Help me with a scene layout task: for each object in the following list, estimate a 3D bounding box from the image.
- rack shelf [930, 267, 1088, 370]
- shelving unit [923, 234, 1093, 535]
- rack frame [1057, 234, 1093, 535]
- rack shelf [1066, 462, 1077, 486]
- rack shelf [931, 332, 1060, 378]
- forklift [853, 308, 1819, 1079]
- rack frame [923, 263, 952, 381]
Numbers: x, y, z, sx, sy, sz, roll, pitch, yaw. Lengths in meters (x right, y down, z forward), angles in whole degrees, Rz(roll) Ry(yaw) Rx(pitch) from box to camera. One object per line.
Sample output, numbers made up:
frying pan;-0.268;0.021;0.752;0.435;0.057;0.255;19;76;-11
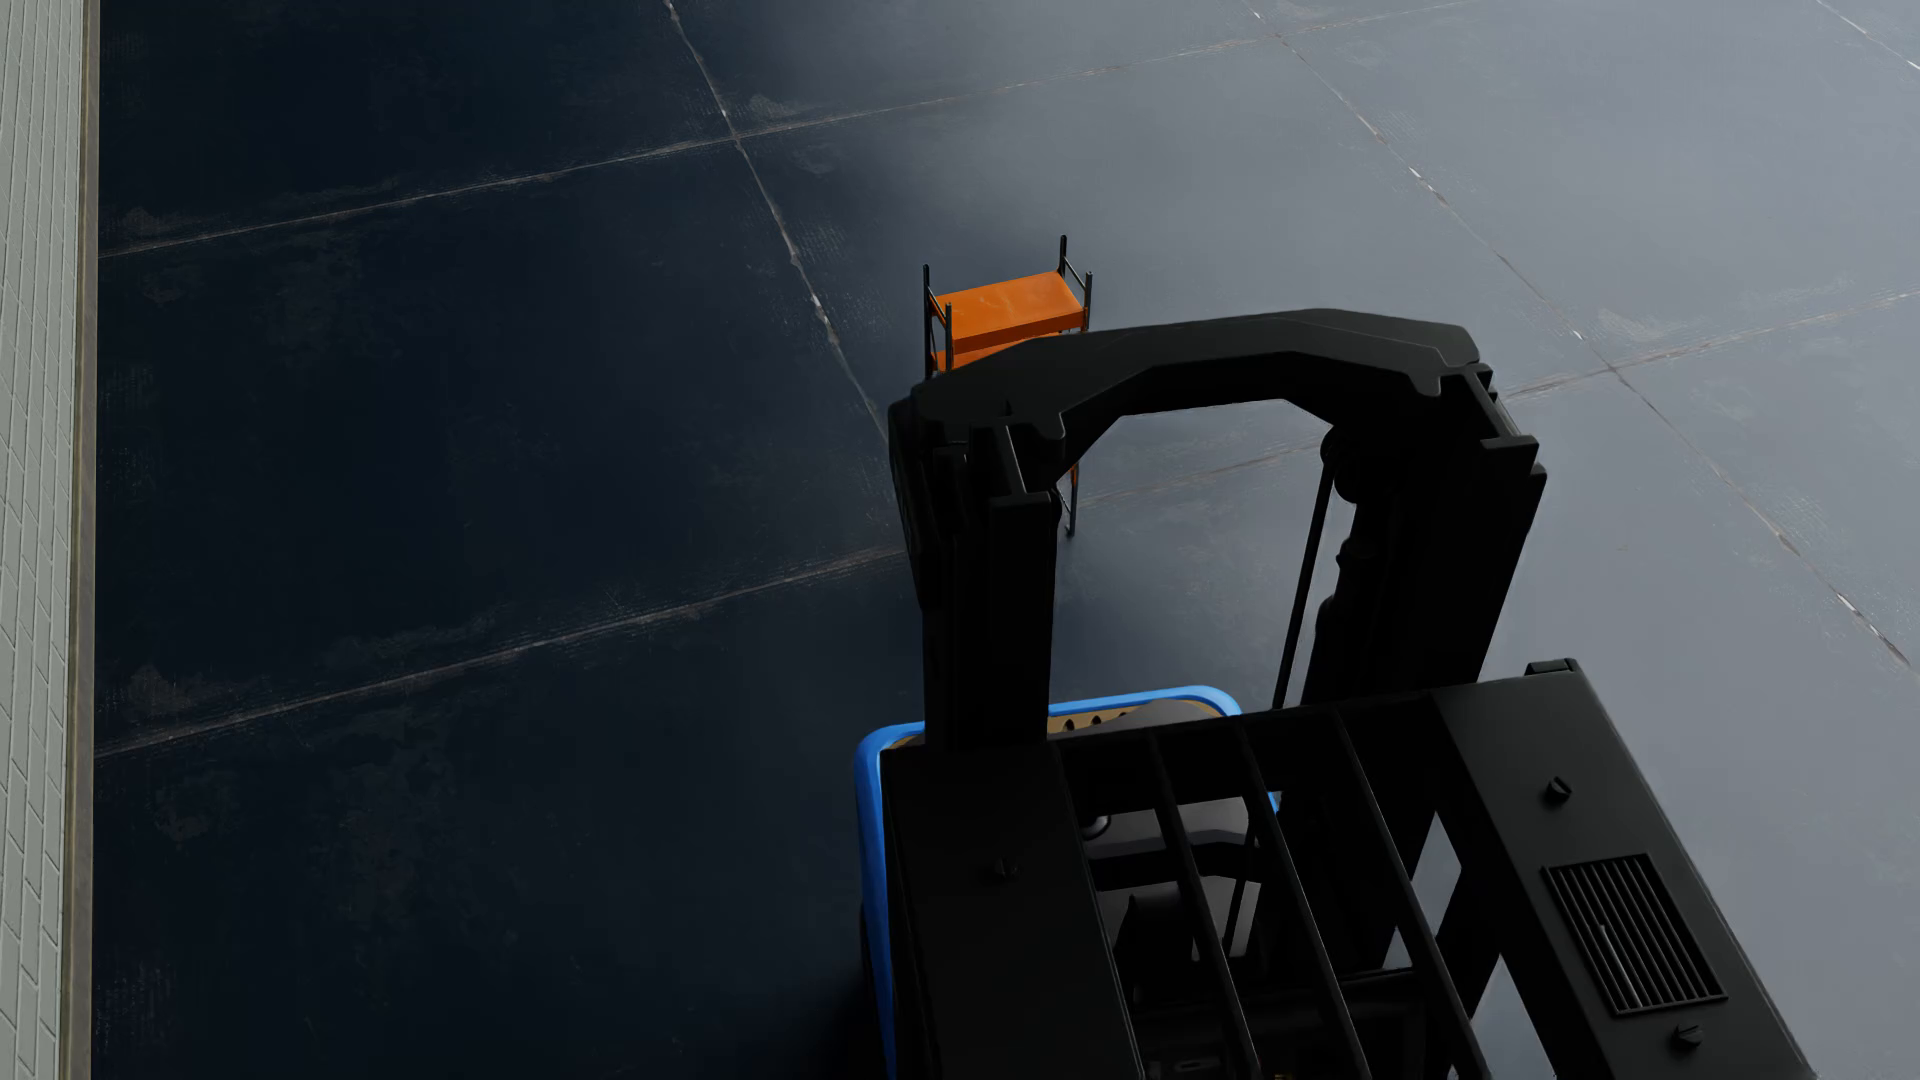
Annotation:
rack shelf;0.156;-0.741;5.586;0.480;0.148;0.258;-14;47;-14
shelving unit;0.156;-0.463;5.865;0.503;1.200;0.258;-14;47;-14
rack frame;0.385;-0.522;5.923;0.015;1.200;0.240;-14;47;-14
rack shelf;0.156;-0.276;6.053;0.480;0.148;0.258;-14;47;-14
rack shelf;0.156;-0.574;5.754;0.480;0.148;0.258;-14;47;-14
forklift;0.467;1.182;3.003;1.130;2.935;3.031;-7;46;-7
rack frame;-0.074;-0.405;5.806;0.015;1.200;0.240;-14;47;-14
